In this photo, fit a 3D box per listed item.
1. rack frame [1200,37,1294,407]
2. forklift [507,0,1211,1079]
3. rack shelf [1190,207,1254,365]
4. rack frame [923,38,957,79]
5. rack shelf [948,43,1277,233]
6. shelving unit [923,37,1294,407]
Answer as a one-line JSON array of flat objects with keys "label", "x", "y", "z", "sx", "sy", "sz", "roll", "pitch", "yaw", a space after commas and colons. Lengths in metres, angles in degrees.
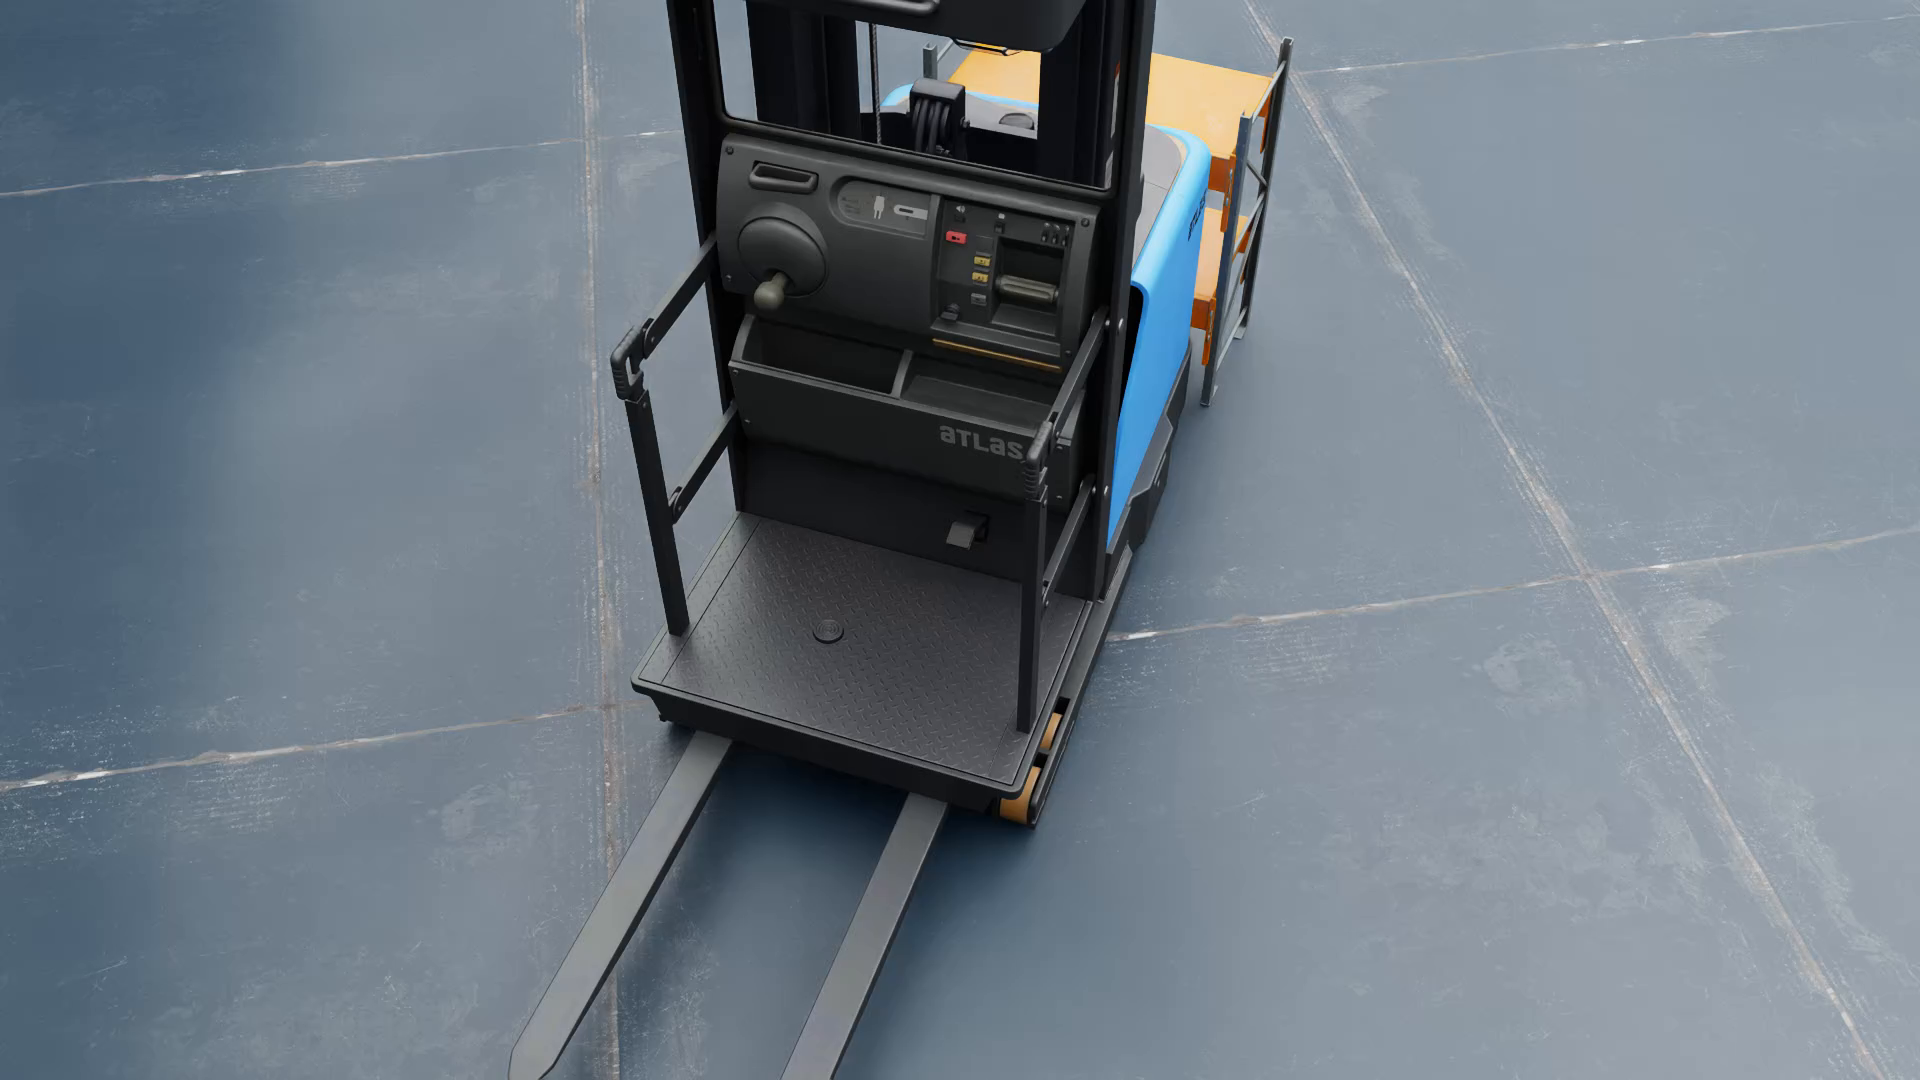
[{"label": "rack frame", "x": 0.934, "y": -1.016, "z": 5.448, "sx": 0.032, "sy": 1.125, "sz": 0.500, "roll": 17, "pitch": 48, "yaw": 16}, {"label": "forklift", "x": -0.209, "y": -0.589, "z": 3.782, "sx": 1.130, "sy": 2.935, "sz": 3.031, "roll": 14, "pitch": 48, "yaw": 13}, {"label": "rack shelf", "x": 0.465, "y": -0.989, "z": 5.761, "sx": 1.000, "sy": 0.278, "sz": 0.538, "roll": 17, "pitch": 48, "yaw": 16}, {"label": "rack frame", "x": -0.003, "y": -1.300, "z": 5.722, "sx": 0.032, "sy": 1.125, "sz": 0.500, "roll": 17, "pitch": 48, "yaw": 16}, {"label": "rack shelf", "x": 0.465, "y": -1.362, "z": 5.374, "sx": 1.000, "sy": 0.278, "sz": 0.538, "roll": 17, "pitch": 48, "yaw": 16}, {"label": "shelving unit", "x": 0.465, "y": -1.158, "z": 5.585, "sx": 1.048, "sy": 1.125, "sz": 0.538, "roll": 17, "pitch": 48, "yaw": 16}]
